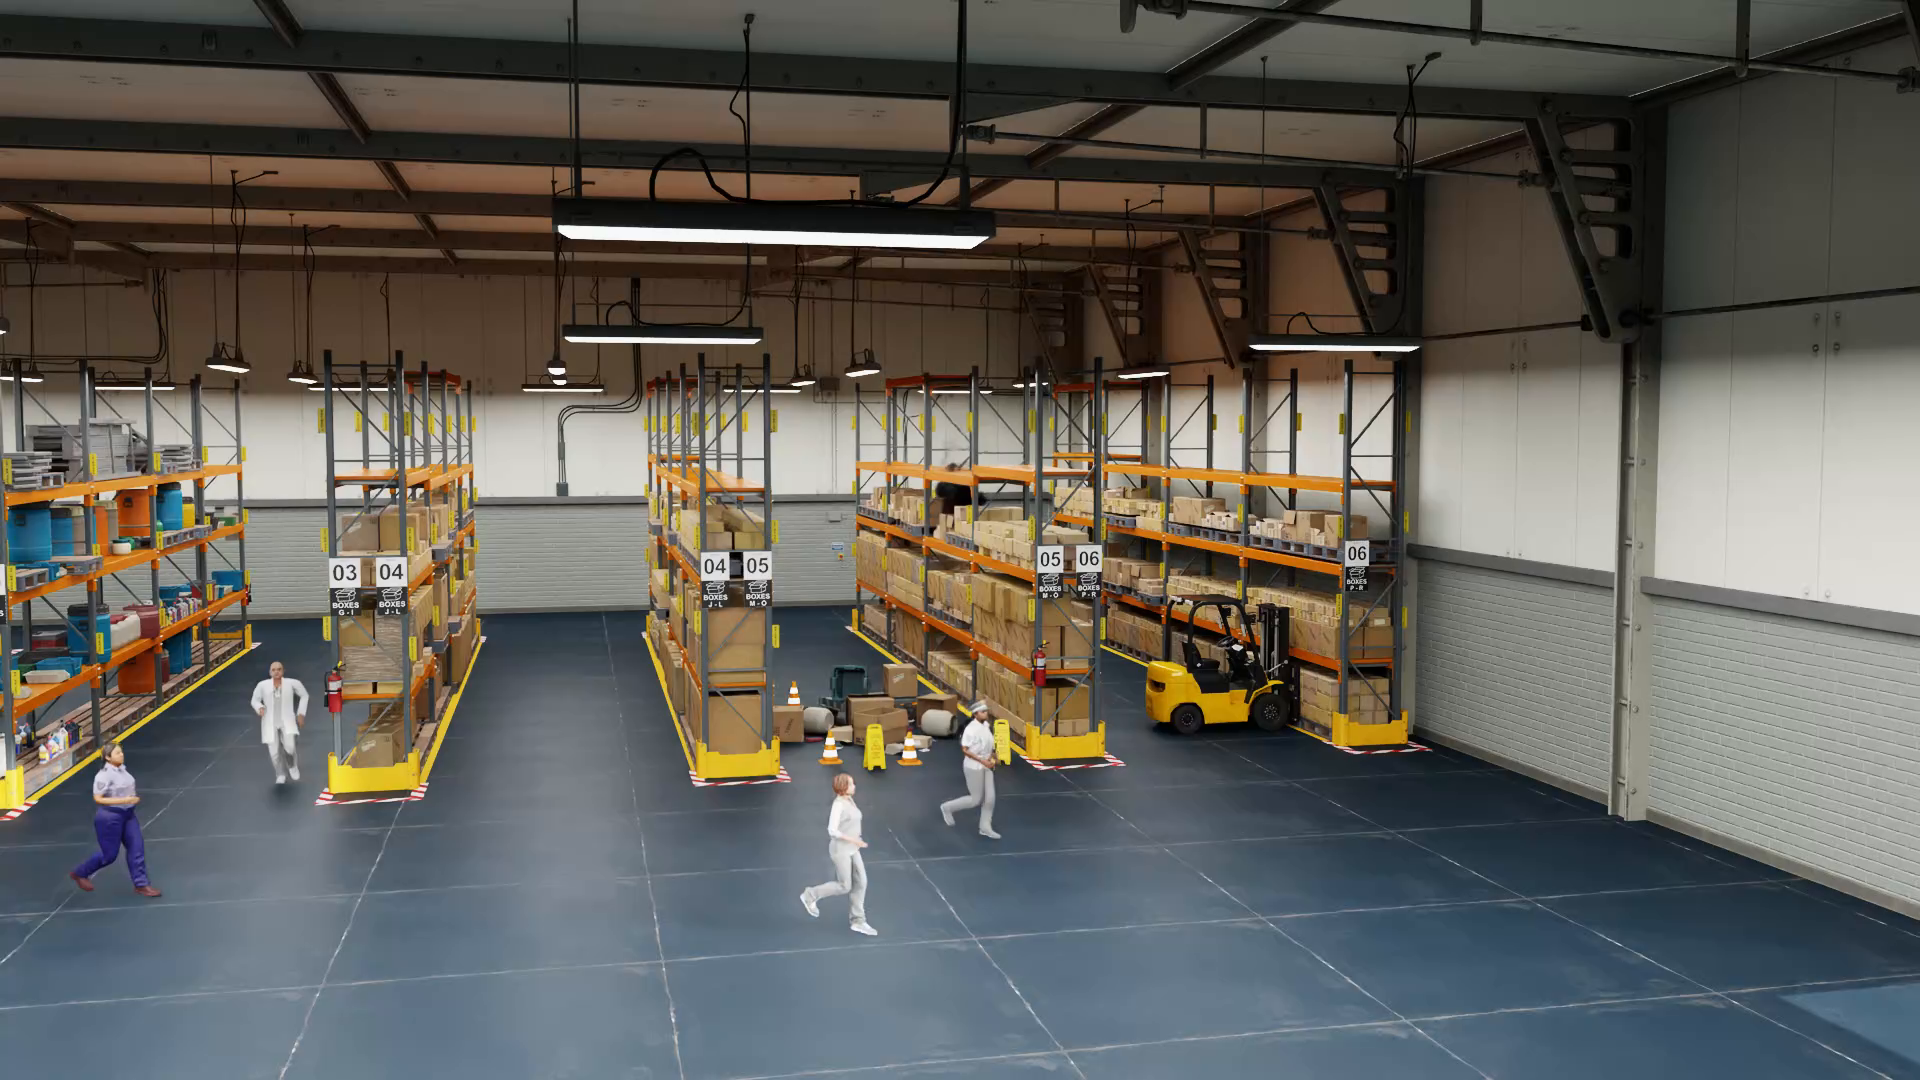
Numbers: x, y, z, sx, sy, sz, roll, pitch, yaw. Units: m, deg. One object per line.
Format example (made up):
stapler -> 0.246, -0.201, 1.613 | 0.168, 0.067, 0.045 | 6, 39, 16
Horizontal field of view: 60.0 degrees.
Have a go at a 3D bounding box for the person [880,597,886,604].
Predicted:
person -> -1.846, 1.265, 41.969 | 1.113, 1.618, 0.764 | 3, 5, 33

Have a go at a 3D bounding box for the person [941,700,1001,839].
person -> 0.175, 2.769, 20.278 | 0.757, 1.695, 0.586 | 2, 5, 30

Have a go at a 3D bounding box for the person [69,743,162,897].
person -> -8.899, 2.955, 17.518 | 0.900, 1.648, 0.609 | 0, 4, 4

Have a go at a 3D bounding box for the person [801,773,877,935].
person -> -1.188, 3.085, 16.402 | 0.774, 1.598, 0.553 | 1, 4, 14

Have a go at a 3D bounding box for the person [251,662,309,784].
person -> -9.394, 2.544, 22.950 | 0.734, 1.704, 0.707 | -1, 4, -15
